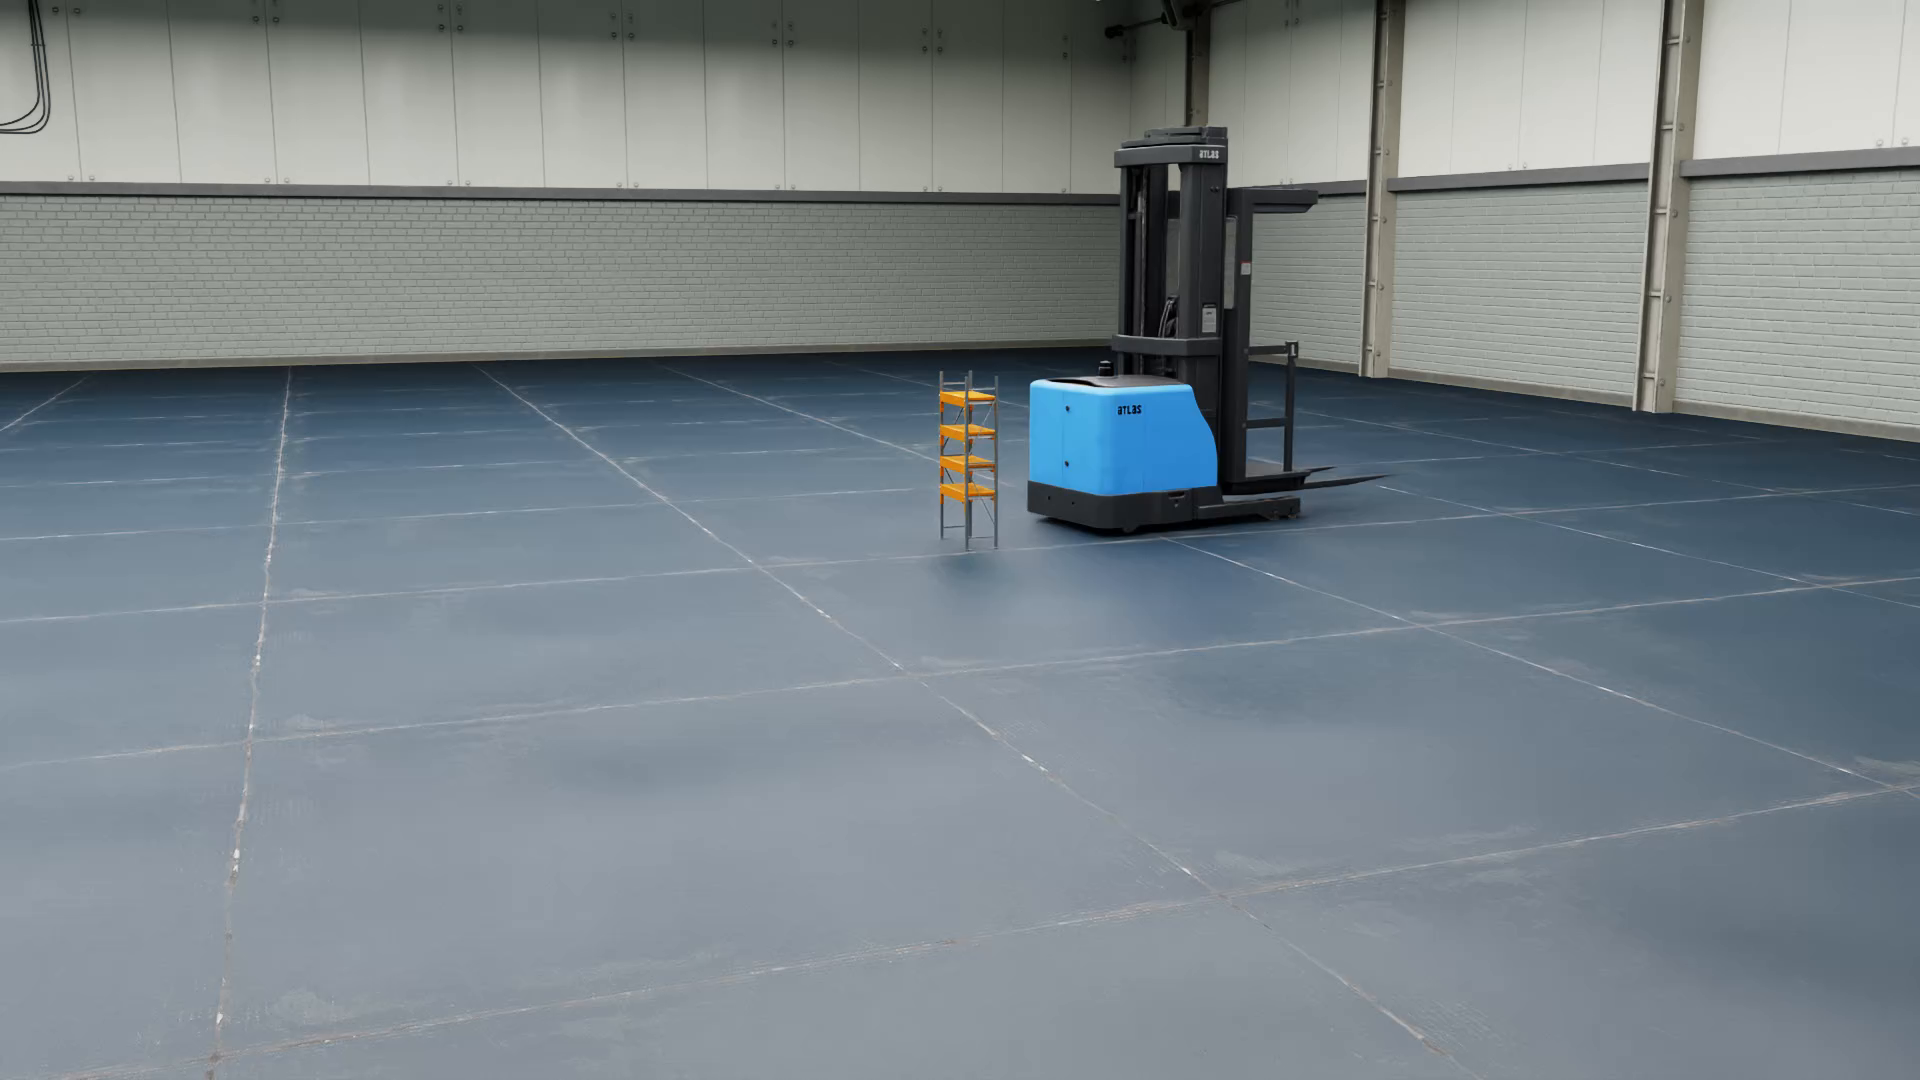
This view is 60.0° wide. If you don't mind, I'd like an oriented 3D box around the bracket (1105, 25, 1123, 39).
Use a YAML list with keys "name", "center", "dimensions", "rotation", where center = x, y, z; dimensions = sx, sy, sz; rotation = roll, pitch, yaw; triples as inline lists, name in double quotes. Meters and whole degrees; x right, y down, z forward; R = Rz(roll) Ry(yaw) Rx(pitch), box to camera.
- name: "bracket"
  center: [3.109, -10.229, 33.450]
  dimensions: [0.235, 0.232, 0.430]
  rotation: [-4, 11, -21]

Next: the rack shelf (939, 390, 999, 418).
- name: "rack shelf"
  center: [0.060, -0.951, 11.594]
  dimensions: [0.258, 0.148, 0.480]
  rotation: [-4, 11, -21]

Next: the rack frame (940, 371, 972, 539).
- name: "rack frame"
  center: [-0.028, -0.604, 11.887]
  dimensions: [0.240, 1.200, 0.015]
  rotation: [-4, 11, -21]

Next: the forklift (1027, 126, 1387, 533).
- name: "forklift"
  center: [2.040, -1.664, 12.903]
  dimensions: [3.031, 2.935, 1.130]
  rotation: [-6, 12, -31]

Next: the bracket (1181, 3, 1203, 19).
- name: "bracket"
  center: [4.269, -9.706, 30.514]
  dimensions: [0.235, 0.232, 0.430]
  rotation: [-4, 11, -21]

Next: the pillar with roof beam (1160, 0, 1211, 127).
- name: "pillar with roof beam"
  center: [0.437, -7.751, 29.801]
  dimensions: [9.100, 9.000, 0.548]
  rotation: [-4, 11, -21]

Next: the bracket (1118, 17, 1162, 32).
- name: "bracket"
  center: [3.323, -10.132, 32.908]
  dimensions: [0.076, 0.066, 3.189]
  rotation: [-4, 11, -21]

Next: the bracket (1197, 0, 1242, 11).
- name: "bracket"
  center: [5.203, -9.286, 28.150]
  dimensions: [0.076, 0.066, 4.783]
  rotation: [-4, 11, -21]

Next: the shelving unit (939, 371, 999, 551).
- name: "shelving unit"
  center: [0.060, -0.564, 11.663]
  dimensions: [0.258, 1.200, 0.503]
  rotation: [-4, 11, -21]

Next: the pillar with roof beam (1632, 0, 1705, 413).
- name: "pillar with roof beam"
  center: [4.786, -5.792, 18.789]
  dimensions: [9.100, 9.000, 0.400]
  rotation: [-4, 11, -21]

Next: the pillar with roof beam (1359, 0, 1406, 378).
- name: "pillar with roof beam"
  center: [2.611, -6.772, 24.295]
  dimensions: [9.100, 9.000, 0.400]
  rotation: [-4, 11, -21]

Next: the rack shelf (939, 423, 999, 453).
- name: "rack shelf"
  center: [0.060, -0.718, 11.636]
  dimensions: [0.258, 0.148, 0.480]
  rotation: [-4, 11, -21]

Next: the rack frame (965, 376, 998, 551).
- name: "rack frame"
  center: [0.148, -0.524, 11.439]
  dimensions: [0.240, 1.200, 0.015]
  rotation: [-4, 11, -21]

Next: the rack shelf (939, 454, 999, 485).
- name: "rack shelf"
  center: [0.060, -0.497, 11.675]
  dimensions: [0.258, 0.148, 0.480]
  rotation: [-4, 11, -21]

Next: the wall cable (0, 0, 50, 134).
- name: "wall cable"
  center: [-15.891, -8.864, 26.348]
  dimensions: [2.305, 6.003, 0.169]
  rotation: [-4, 11, -21]

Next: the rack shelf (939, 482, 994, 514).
- name: "rack shelf"
  center: [0.060, -0.302, 11.710]
  dimensions: [0.258, 0.148, 0.480]
  rotation: [-4, 11, -21]

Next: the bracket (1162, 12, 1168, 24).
- name: "bracket"
  center: [3.968, -9.842, 31.275]
  dimensions: [0.235, 0.232, 0.430]
  rotation: [-4, 11, -21]
